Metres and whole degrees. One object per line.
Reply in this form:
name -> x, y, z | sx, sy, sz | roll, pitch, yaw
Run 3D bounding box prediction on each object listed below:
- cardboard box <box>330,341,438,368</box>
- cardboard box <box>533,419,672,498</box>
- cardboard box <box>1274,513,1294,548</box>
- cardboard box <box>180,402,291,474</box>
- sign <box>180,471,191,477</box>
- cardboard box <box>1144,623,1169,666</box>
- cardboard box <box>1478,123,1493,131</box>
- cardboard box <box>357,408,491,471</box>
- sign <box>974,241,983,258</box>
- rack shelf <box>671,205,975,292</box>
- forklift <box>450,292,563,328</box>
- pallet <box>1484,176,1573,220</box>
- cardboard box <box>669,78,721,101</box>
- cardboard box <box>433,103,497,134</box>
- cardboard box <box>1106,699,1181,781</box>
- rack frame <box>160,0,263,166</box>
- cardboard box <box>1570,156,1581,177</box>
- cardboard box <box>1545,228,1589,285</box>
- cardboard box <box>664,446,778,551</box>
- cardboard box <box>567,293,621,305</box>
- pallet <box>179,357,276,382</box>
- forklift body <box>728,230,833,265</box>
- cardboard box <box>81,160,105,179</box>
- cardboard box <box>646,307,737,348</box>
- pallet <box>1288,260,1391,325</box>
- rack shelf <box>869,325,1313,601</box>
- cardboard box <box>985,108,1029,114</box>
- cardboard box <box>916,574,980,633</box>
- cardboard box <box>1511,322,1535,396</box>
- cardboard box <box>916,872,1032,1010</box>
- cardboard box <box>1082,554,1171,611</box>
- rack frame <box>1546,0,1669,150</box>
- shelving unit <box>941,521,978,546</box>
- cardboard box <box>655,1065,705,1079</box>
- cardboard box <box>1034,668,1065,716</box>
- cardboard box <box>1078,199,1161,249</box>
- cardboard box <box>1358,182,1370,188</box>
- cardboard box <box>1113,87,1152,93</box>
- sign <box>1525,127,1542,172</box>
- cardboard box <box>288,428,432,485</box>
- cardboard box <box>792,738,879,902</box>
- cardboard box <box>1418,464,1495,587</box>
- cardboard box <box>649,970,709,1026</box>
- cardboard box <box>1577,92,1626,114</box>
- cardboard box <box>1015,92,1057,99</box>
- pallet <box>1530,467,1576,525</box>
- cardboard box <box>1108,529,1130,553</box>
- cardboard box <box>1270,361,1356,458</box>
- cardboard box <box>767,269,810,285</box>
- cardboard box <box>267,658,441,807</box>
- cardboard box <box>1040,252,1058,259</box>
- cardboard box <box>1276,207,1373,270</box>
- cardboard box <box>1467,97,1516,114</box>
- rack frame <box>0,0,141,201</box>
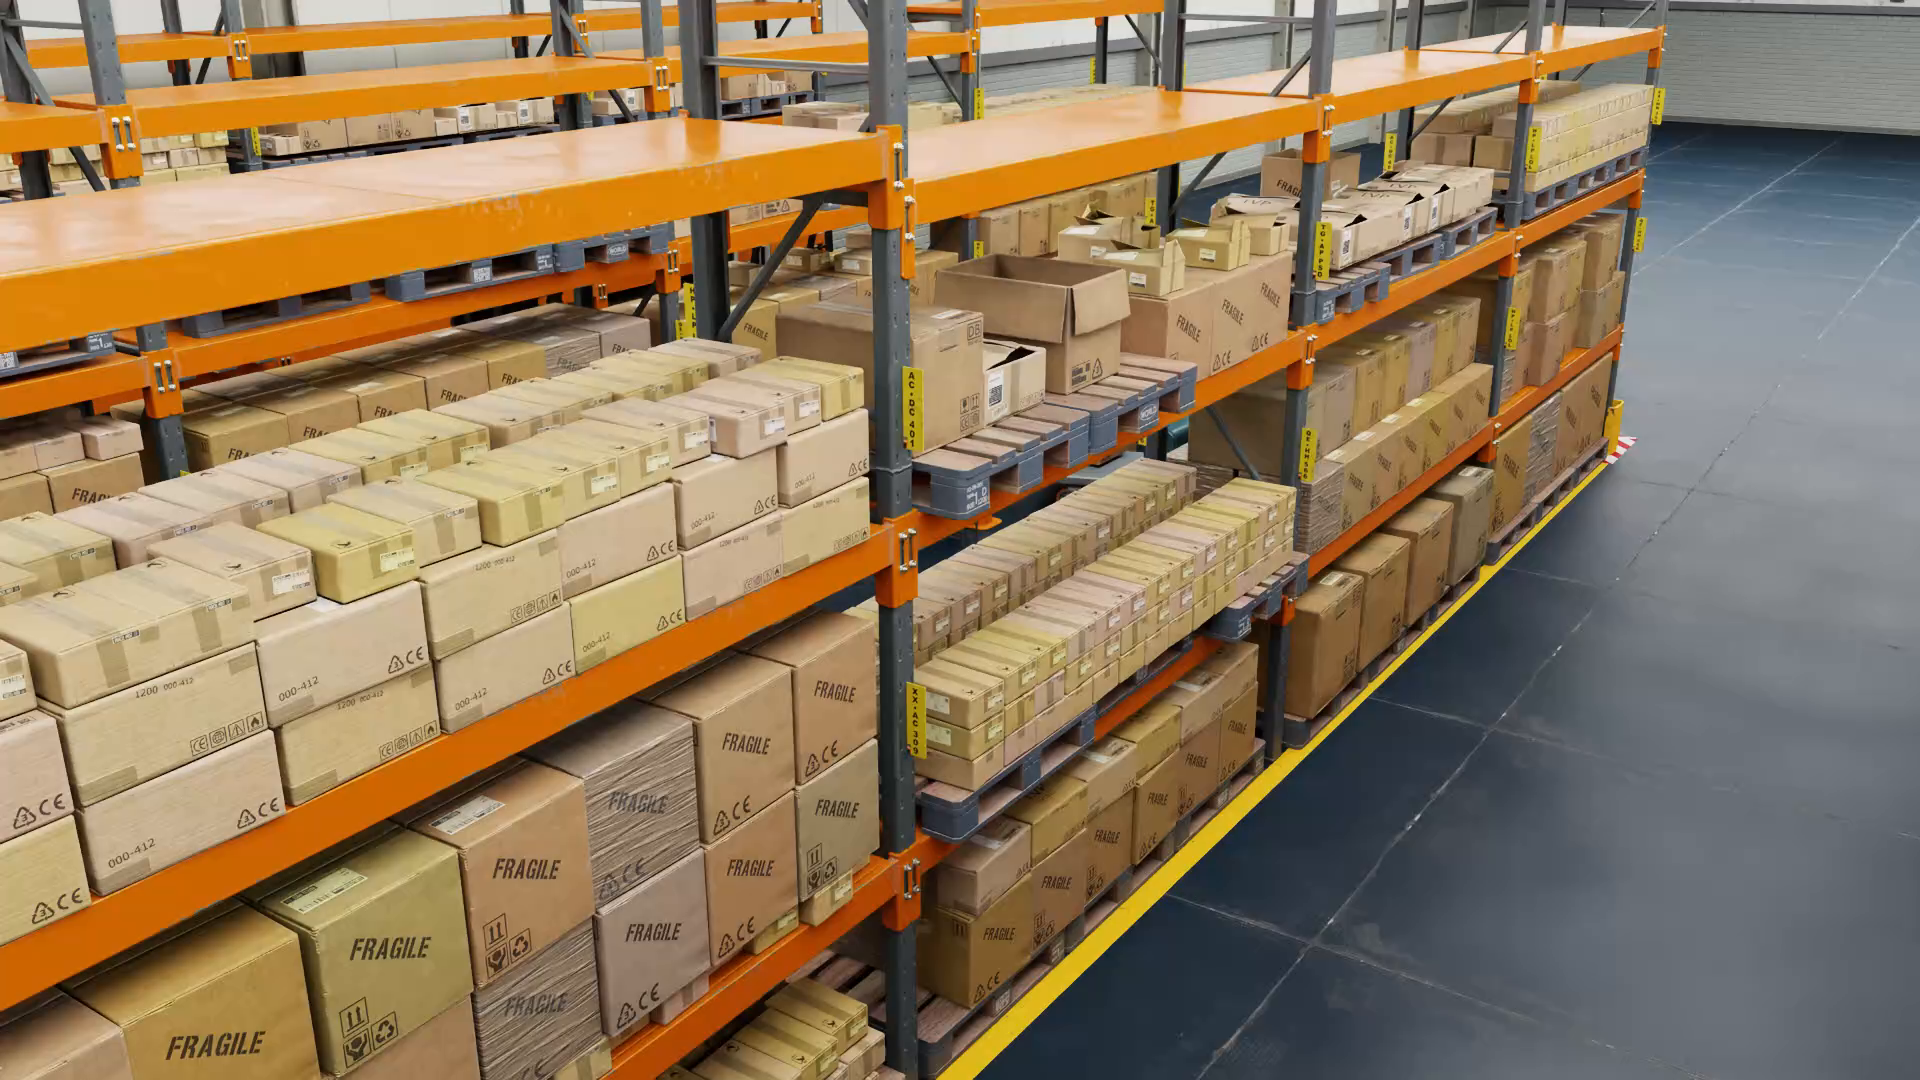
cardboard box -> -3.878, -1.028, 11.281 | 0.500, 0.500, 0.500 | 14, 24, 33
cardboard box -> -1.164, -0.270, 5.414 | 0.380, 0.149, 0.250 | 12, 24, 30
cardboard box -> 1.712, -0.091, 9.663 | 0.380, 0.149, 0.250 | 14, 24, 33
cardboard box -> -4.301, -0.478, 9.795 | 0.500, 0.500, 0.500 | 14, 24, 32
sign -> -4.326, -0.227, 9.340 | 0.100, 0.325, 0.005 | 13, 24, 32
cardboard box -> 0.841, 0.495, 8.508 | 0.380, 0.149, 0.250 | 12, 23, 29
cardboard box -> 4.211, -3.307, 13.743 | 0.500, 0.250, 0.500 | 13, 24, 32
cardboard box -> -1.778, -0.309, 5.522 | 0.380, 0.149, 0.250 | 15, 25, 34
sign -> 0.172, -2.623, 15.511 | 0.100, 0.325, 0.005 | 13, 24, 32
rack shelf -> -1.413, -2.683, 14.054 | 1.077, 0.370, 4.000 | 13, 24, 32
forklift -> -3.439, -1.458, 14.129 | 3.031, 2.935, 1.130 | -19, 27, -41
pallet -> 4.331, -2.849, 13.594 | 1.003, 0.211, 1.213 | 13, 24, 32
cardboard box -> -3.214, -5.391, 19.442 | 0.797, 0.503, 0.637 | 14, 25, 34
cardboard box -> -5.033, -4.287, 16.735 | 0.500, 0.311, 0.500 | 12, 24, 30
cardboard box -> 0.872, 1.058, 9.146 | 0.500, 0.250, 0.500 | 14, 24, 33
rack frame -> -6.644, -4.820, 14.472 | 1.000, 3.000, 0.127 | 13, 24, 32
cardboard box -> 4.918, -3.114, 13.796 | 0.380, 0.149, 0.250 | 13, 24, 31
cardboard box -> 5.210, -2.566, 15.254 | 0.875, 0.550, 0.550 | 13, 24, 32
cardboard box -> -0.986, -0.197, 5.794 | 0.500, 0.250, 0.500 | 12, 24, 30
cardboard box -> -4.279, -2.709, 19.330 | 0.500, 0.250, 0.500 | 14, 24, 33
pallet -> -6.967, -1.708, 14.983 | 1.213, 0.211, 1.003 | 13, 24, 32
forklift body -> -1.704, -3.004, 19.433 | 2.313, 2.155, 1.214 | 13, 24, 32
cardboard box -> -7.260, -3.098, 13.783 | 0.380, 0.149, 0.250 | 14, 24, 32
cardboard box -> -2.093, -1.507, 12.984 | 0.500, 0.500, 0.500 | 12, 24, 30
pallet -> 1.932, -1.616, 10.407 | 1.213, 0.211, 1.003 | 15, 25, 34
rack shelf -> 0.489, -0.599, 8.420 | 1.077, 0.370, 4.000 | 13, 24, 32
cardboard box -> 0.436, -4.031, 15.875 | 0.380, 0.149, 0.250 | 12, 24, 30
cardboard box -> -0.126, 0.307, 8.158 | 0.380, 0.149, 0.250 | 13, 24, 32
cardboard box -> 4.350, -1.591, 14.175 | 0.875, 0.550, 0.550 | 13, 24, 32
cardboard box -> 0.000, 1.860, 8.059 | 0.500, 0.500, 0.500 | 14, 25, 34
cardboard box -> 0.841, 0.214, 8.409 | 0.380, 0.149, 0.250 | 14, 25, 33
rack frame -> 6.111, -5.212, 15.532 | 1.000, 3.000, 0.127 | 13, 24, 32
shelving unit -> -0.005, -0.420, 14.250 | 0.258, 0.900, 0.210 | 13, 24, 32
cardboard box -> -1.075, 2.272, 6.594 | 0.380, 0.149, 0.250 | 14, 25, 34
cardboard box -> 0.256, 0.654, 7.649 | 0.380, 0.149, 0.250 | 14, 24, 33
cardboard box -> 0.868, -1.705, 9.128 | 0.396, 0.266, 0.258 | 13, 24, 32
cardboard box -> 3.074, -2.534, 12.229 | 0.250, 0.149, 0.380 | 13, 24, 32
cardboard box -> 1.837, -4.777, 17.891 | 0.380, 0.149, 0.250 | 14, 24, 33
sign -> 4.316, -2.945, 12.527 | 0.100, 0.325, 0.005 | 13, 24, 32
cardboard box -> -1.914, -0.232, 5.312 | 0.380, 0.149, 0.250 | 12, 24, 30
cardboard box -> -0.673, 1.052, 6.671 | 0.500, 0.500, 0.500 | 13, 24, 32
cardboard box -> 3.587, -0.197, 13.258 | 1.050, 0.750, 0.750 | 13, 24, 32
cardboard box -> -1.150, 1.603, 6.116 | 0.380, 0.149, 0.250 | 12, 23, 30
cardboard box -> 5.631, -3.851, 14.641 | 0.380, 0.149, 0.250 | 13, 24, 32
cardboard box -> 0.794, -4.594, 17.398 | 0.380, 0.149, 0.250 | 14, 25, 33
pallet -> 5.039, -0.497, 15.452 | 1.003, 0.211, 1.213 | 13, 24, 32
cardboard box -> 0.736, 0.006, 9.401 | 0.380, 0.149, 0.250 | 13, 24, 32
cardboard box -> 2.157, -0.891, 10.912 | 0.700, 0.500, 0.500 | 13, 24, 31
cardboard box -> -1.640, -2.059, 14.478 | 0.500, 0.500, 0.500 | 12, 24, 30
cardboard box -> -1.841, 0.476, 4.693 | 0.500, 0.250, 0.500 | 12, 24, 30
cardboard box -> 0.745, -2.735, 16.911 | 0.500, 0.500, 0.500 | 13, 24, 31
cardboard box -> 2.202, -1.877, 10.217 | 0.500, 0.311, 0.500 | 13, 24, 32
cardboard box -> 4.514, -3.687, 14.195 | 0.380, 0.149, 0.250 | 13, 24, 31
rack frame -> -4.786, -2.705, 8.755 | 1.000, 3.000, 0.127 | 13, 24, 32
